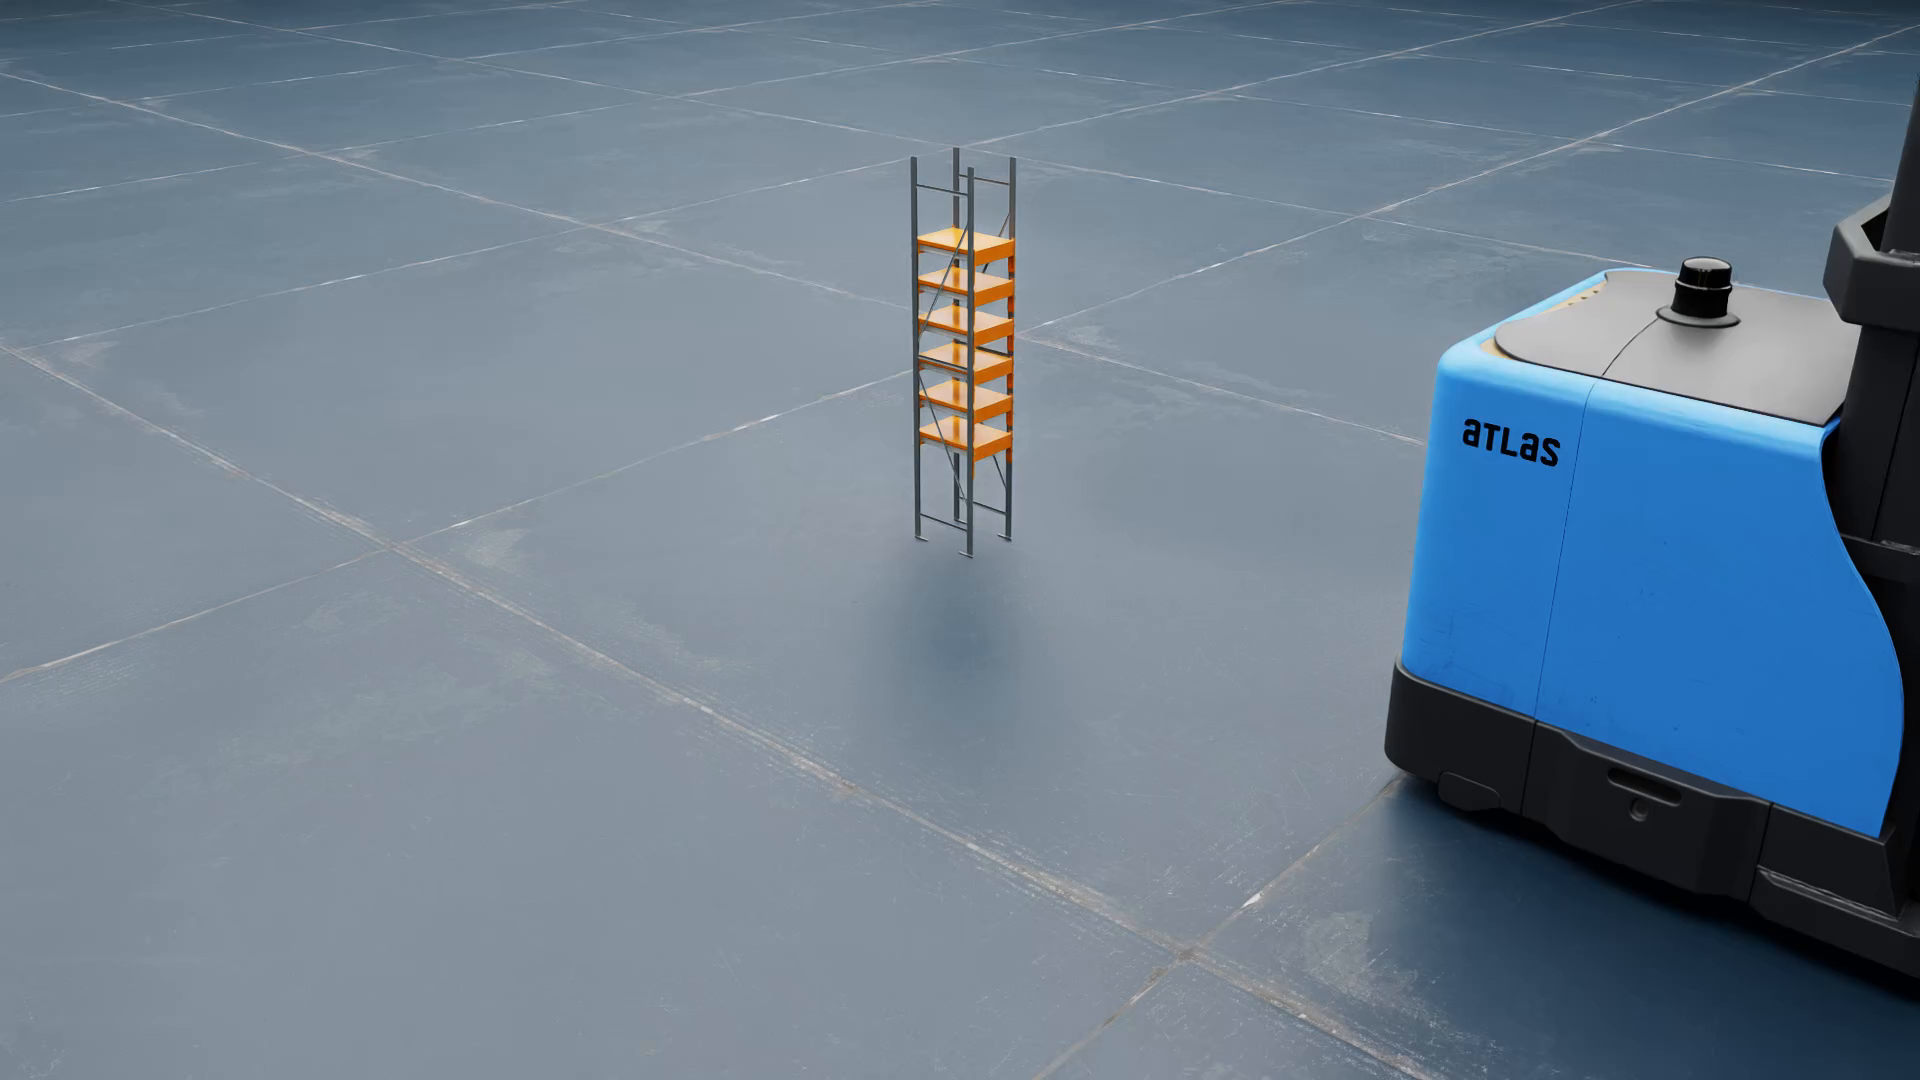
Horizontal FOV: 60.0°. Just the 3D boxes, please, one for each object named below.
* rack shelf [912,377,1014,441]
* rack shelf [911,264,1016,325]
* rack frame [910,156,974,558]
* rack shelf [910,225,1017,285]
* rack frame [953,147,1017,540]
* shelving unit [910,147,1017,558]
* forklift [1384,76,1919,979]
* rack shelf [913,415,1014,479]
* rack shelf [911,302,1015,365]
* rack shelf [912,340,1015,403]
[{"bbox_3d":[0.010,-0.402,5.082,0.258,0.103,0.180,20,31,38],"label":"rack shelf"},{"bbox_3d":[0.010,-0.730,4.934,0.258,0.103,0.180,20,31,38],"label":"rack shelf"},{"bbox_3d":[-0.051,-0.524,4.952,0.240,1.200,0.006,20,31,38],"label":"rack frame"},{"bbox_3d":[0.010,-0.840,4.885,0.258,0.103,0.180,20,31,38],"label":"rack shelf"},{"bbox_3d":[0.071,-0.580,5.077,0.240,1.200,0.006,20,31,38],"label":"rack frame"},{"bbox_3d":[0.010,-0.552,5.014,0.258,1.200,0.189,20,31,38],"label":"shelving unit"},{"bbox_3d":[2.447,-0.511,2.808,3.031,2.935,1.130,20,31,37],"label":"forklift"},{"bbox_3d":[0.010,-0.292,5.131,0.258,0.103,0.180,20,31,38],"label":"rack shelf"},{"bbox_3d":[0.010,-0.621,4.983,0.258,0.103,0.180,20,31,38],"label":"rack shelf"},{"bbox_3d":[0.010,-0.511,5.033,0.258,0.103,0.180,20,31,38],"label":"rack shelf"}]
